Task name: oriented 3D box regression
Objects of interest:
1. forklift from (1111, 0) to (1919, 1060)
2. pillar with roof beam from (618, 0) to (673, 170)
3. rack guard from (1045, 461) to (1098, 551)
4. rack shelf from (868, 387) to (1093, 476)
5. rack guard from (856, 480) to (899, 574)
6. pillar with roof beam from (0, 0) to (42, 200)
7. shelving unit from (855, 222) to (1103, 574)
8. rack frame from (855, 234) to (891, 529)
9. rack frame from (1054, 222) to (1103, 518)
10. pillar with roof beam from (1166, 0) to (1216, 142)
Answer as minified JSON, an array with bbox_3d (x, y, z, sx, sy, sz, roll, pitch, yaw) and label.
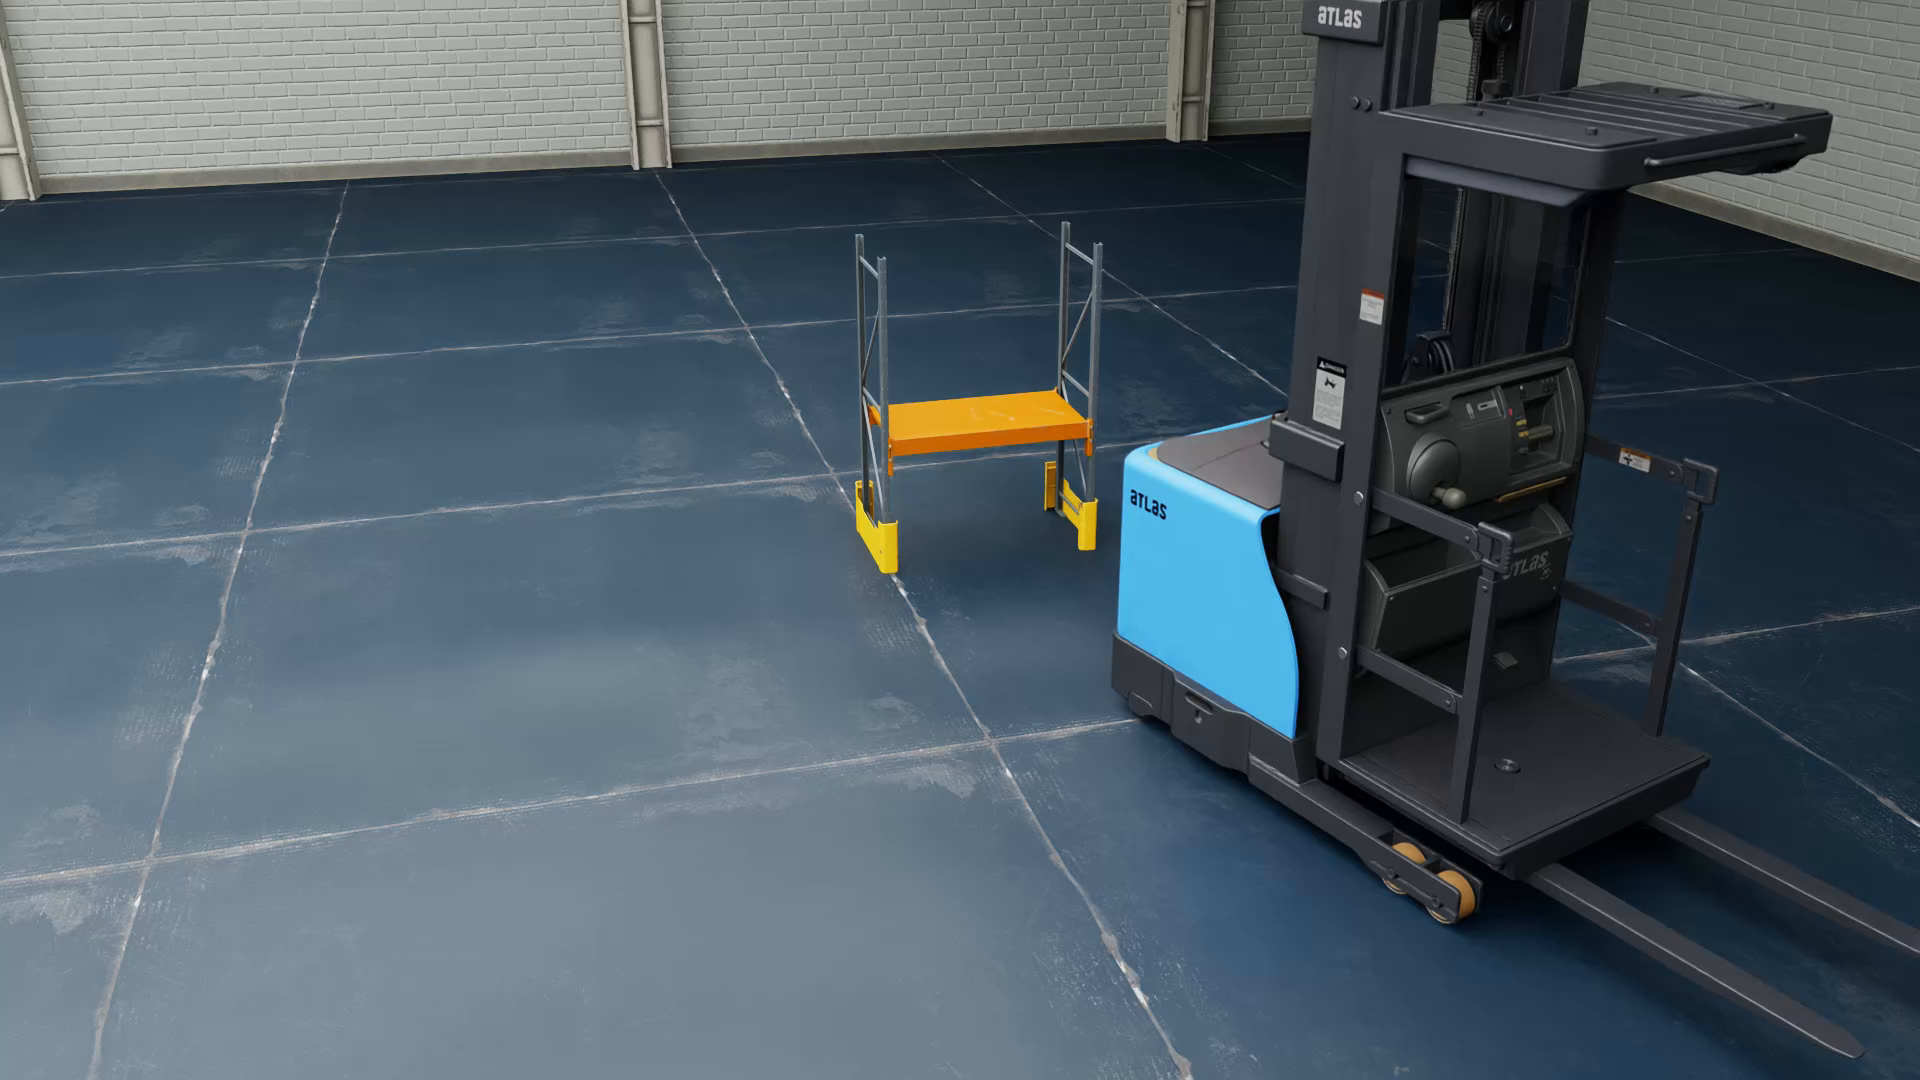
[{"bbox_3d":[1.840,-0.324,5.288,1.130,2.935,3.031,-15,27,-30],"label":"forklift"},{"bbox_3d":[-2.051,-6.400,11.753,0.400,9.000,9.100,-6,24,-14],"label":"pillar with roof beam"},{"bbox_3d":[0.553,-0.176,8.343,0.087,0.250,0.587,-6,24,-14],"label":"rack guard"},{"bbox_3d":[0.082,-0.533,8.046,1.000,0.185,0.538,-6,24,-14],"label":"rack shelf"},{"bbox_3d":[-0.406,-0.070,8.096,0.087,0.250,0.587,-6,24,-14],"label":"rack guard"},{"bbox_3d":[-7.828,-5.761,10.264,0.400,9.000,9.100,-6,24,-14],"label":"pillar with roof beam"},{"bbox_3d":[0.073,-0.697,7.973,1.083,1.500,0.587,-6,24,-14],"label":"shelving unit"},{"bbox_3d":[-0.407,-0.644,7.849,0.032,1.500,0.500,-6,24,-14],"label":"rack frame"},{"bbox_3d":[0.572,-0.752,8.102,0.032,1.500,0.500,-6,24,-14],"label":"rack frame"},{"bbox_3d":[3.726,-7.039,13.242,0.400,9.000,9.100,-6,24,-14],"label":"pillar with roof beam"}]
